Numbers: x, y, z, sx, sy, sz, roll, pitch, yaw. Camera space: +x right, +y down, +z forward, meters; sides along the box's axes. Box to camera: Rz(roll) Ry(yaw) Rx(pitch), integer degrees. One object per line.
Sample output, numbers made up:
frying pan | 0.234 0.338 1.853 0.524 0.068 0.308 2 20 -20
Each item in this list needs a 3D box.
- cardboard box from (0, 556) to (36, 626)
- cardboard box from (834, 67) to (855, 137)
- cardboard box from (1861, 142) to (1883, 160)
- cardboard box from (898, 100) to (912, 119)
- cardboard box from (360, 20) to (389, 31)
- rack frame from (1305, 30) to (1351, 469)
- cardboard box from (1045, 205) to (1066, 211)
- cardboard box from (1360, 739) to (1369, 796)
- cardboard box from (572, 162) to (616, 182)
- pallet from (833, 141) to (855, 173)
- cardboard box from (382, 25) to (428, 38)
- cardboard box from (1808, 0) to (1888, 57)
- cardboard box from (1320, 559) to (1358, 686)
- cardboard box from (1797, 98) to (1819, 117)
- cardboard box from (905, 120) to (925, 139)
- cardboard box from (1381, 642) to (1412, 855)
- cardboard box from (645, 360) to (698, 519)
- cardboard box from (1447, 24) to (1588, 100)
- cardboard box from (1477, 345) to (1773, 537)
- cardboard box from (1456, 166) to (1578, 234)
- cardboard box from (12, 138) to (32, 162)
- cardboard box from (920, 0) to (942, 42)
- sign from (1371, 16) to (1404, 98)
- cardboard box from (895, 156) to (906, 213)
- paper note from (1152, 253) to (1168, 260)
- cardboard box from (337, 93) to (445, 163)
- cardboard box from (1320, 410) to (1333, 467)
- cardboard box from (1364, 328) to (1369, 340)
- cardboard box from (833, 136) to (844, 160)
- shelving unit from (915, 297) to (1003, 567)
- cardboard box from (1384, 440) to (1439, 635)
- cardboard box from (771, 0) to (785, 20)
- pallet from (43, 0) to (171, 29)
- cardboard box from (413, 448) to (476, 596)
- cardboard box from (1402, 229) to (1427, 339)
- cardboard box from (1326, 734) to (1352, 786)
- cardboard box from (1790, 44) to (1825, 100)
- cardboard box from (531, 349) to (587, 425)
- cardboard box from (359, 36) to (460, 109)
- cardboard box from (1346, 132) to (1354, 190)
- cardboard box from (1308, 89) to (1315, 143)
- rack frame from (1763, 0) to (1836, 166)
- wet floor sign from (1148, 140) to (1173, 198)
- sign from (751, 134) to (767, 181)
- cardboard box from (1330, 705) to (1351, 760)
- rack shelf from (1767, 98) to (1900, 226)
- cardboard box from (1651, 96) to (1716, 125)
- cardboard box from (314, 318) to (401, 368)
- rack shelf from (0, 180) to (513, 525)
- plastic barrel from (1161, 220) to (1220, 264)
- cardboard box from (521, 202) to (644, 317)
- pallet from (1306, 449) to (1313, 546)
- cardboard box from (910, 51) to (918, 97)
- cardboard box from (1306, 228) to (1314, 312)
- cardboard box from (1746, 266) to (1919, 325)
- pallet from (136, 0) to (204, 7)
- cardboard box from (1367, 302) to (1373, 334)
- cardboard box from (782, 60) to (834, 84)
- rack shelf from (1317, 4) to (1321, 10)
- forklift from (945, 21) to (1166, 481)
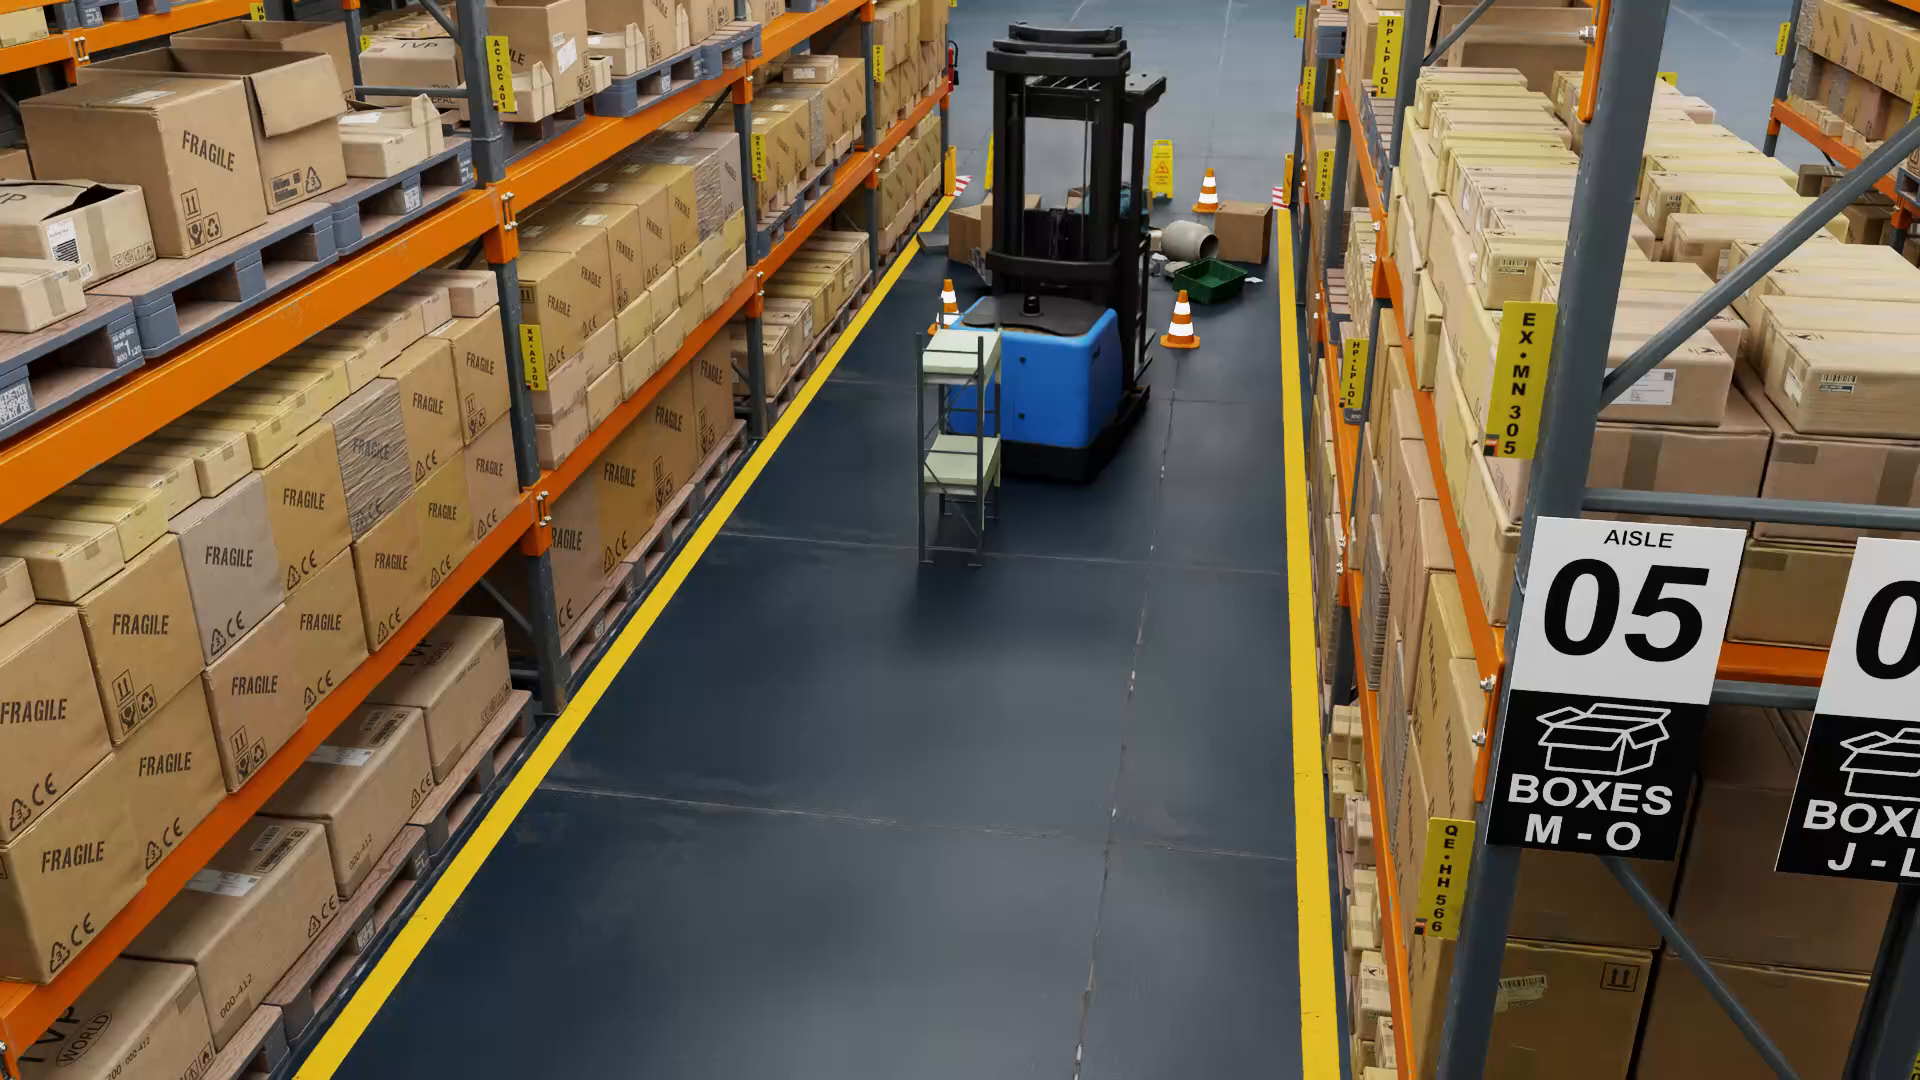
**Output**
cardboard box | -2.942 0.155 4.817 0.380 0.149 0.250 5 25 10
cardboard box | -1.213 -3.781 14.326 0.500 0.500 0.500 4 25 9
cardboard box | 8.319 -3.454 14.888 0.380 0.149 0.250 4 25 9
cardboard box | -0.698 -4.358 16.818 0.380 0.149 0.250 4 25 9
cardboard box | -6.187 -5.332 17.368 0.380 0.149 0.250 4 25 8
rack frame | 2.962 -1.854 11.173 1.000 3.000 0.127 4 25 9
cardboard box | 1.148 -3.522 18.098 0.380 0.149 0.250 19 31 35
cardboard box | 1.951 1.000 7.240 0.380 0.149 0.250 4 25 8
cardboard box | -2.431 -2.040 10.273 0.500 0.500 0.500 5 25 10
pallet | -1.553 -3.431 14.768 1.003 0.211 1.213 4 25 9
cardboard box | -5.692 -5.190 17.067 0.380 0.149 0.250 4 25 8
cardboard box | 8.699 -5.027 16.303 0.500 0.500 0.500 4 25 9
cardboard box | 2.180 0.434 8.738 0.500 0.500 0.500 4 25 8
cardboard box | 8.749 -4.391 16.889 0.380 0.149 0.250 4 25 9
cardboard box | -0.587 -4.353 17.609 0.380 0.149 0.250 5 26 11
cardboard box | 1.636 0.678 5.294 0.500 0.500 0.500 4 25 9
cardboard box | -2.283 -0.727 10.775 0.875 0.875 0.875 4 25 9
cardboard box | 2.478 -1.926 7.175 0.700 0.500 0.500 4 25 9
cardboard box | 1.479 -0.235 3.764 0.500 0.250 0.500 3 25 7
cardboard box | 1.692 -1.007 4.942 0.380 0.149 0.250 3 25 7
cardboard box | -6.982 -2.986 12.708 0.380 0.149 0.250 5 26 10
cardboard box | -0.571 -5.473 17.256 0.700 0.500 0.500 4 25 8
sign | 1.760 -1.989 6.849 0.100 0.325 0.005 4 25 9
cardboard box | -0.846 -3.565 16.691 0.500 0.500 0.500 5 26 11
paper note | 2.032 -2.874 16.862 0.172 0.023 0.155 13 28 26
cardboard box | -2.381 -1.726 6.905 0.396 0.266 0.258 5 26 10
cardboard box | 2.434 -0.562 9.981 0.500 0.250 0.500 4 25 9
cardboard box | 2.348 -1.010 8.819 0.380 0.149 0.250 3 25 6
cardboard box | -1.202 -3.344 14.156 0.380 0.149 0.250 4 25 9
shelving unit | 0.001 -0.682 10.438 0.431 1.500 0.755 4 25 9
cardboard box | 1.726 -0.001 5.566 0.500 0.500 0.500 3 25 7
cardboard box | -1.717 -4.200 12.524 0.797 0.503 0.637 4 25 9
pallet | -6.813 -4.060 12.570 1.213 0.211 1.003 5 26 11
cardboard box | -2.494 -0.100 7.307 0.500 0.500 0.500 3 25 7
cardboard box | 1.795 -0.870 5.709 0.500 0.250 0.500 5 26 11
cardboard box | 1.932 1.050 7.836 0.380 0.149 0.250 3 25 6
cardboard box | 9.029 -4.766 16.925 0.875 0.500 0.500 4 25 9
cardboard box | -2.242 -0.805 8.518 0.500 0.250 0.500 3 25 7
cardboard box | -2.655 -2.373 8.354 0.500 0.311 0.500 4 25 9
cardboard box | 3.126 -2.751 11.791 0.700 0.500 0.500 4 25 8
cardboard box | 3.732 -3.982 15.541 0.875 0.550 0.550 4 25 9
rack frame | 9.146 -4.814 17.496 1.000 3.000 0.127 4 25 9
wet floor sign | 2.320 -4.283 19.139 0.267 0.644 0.232 0 25 -1
sign | -1.390 -2.642 11.490 0.100 0.325 0.005 4 25 9
cardboard box | 1.933 0.915 7.774 0.380 0.149 0.250 5 26 11
rack shelf | 8.819 -3.652 15.862 1.077 0.370 4.000 4 25 9
cardboard box | 2.495 -1.513 6.022 0.380 0.149 0.250 4 25 8
cardboard box | -2.553 -0.809 6.878 0.380 0.149 0.250 4 25 8
rack shelf | -2.919 -0.678 5.971 1.077 0.370 4.000 4 25 9
plastic barrel | 2.287 -2.941 16.534 0.421 0.421 0.512 -20 32 -36
cardboard box | -2.096 -1.568 9.265 0.500 0.500 0.500 3 25 7
pallet | 2.833 -0.264 11.066 1.003 0.211 1.213 4 25 9
cardboard box | -0.721 -4.806 17.010 0.500 0.500 0.500 4 25 9
cardboard box | 3.603 -2.432 14.567 1.050 0.750 0.750 4 25 8
cardboard box | 2.108 -0.539 3.943 0.380 0.149 0.250 4 25 8
pallet | -6.633 -4.528 13.570 1.003 0.211 1.213 5 26 11
cardboard box | 2.355 -1.141 8.749 0.380 0.149 0.250 3 25 7
cardboard box | -1.259 -3.878 13.766 0.380 0.149 0.250 3 25 6
rack shelf | 3.942 -5.396 16.050 1.077 0.370 4.000 4 25 9
forklift | 0.848 -2.337 12.286 1.130 2.935 3.031 8 26 17
